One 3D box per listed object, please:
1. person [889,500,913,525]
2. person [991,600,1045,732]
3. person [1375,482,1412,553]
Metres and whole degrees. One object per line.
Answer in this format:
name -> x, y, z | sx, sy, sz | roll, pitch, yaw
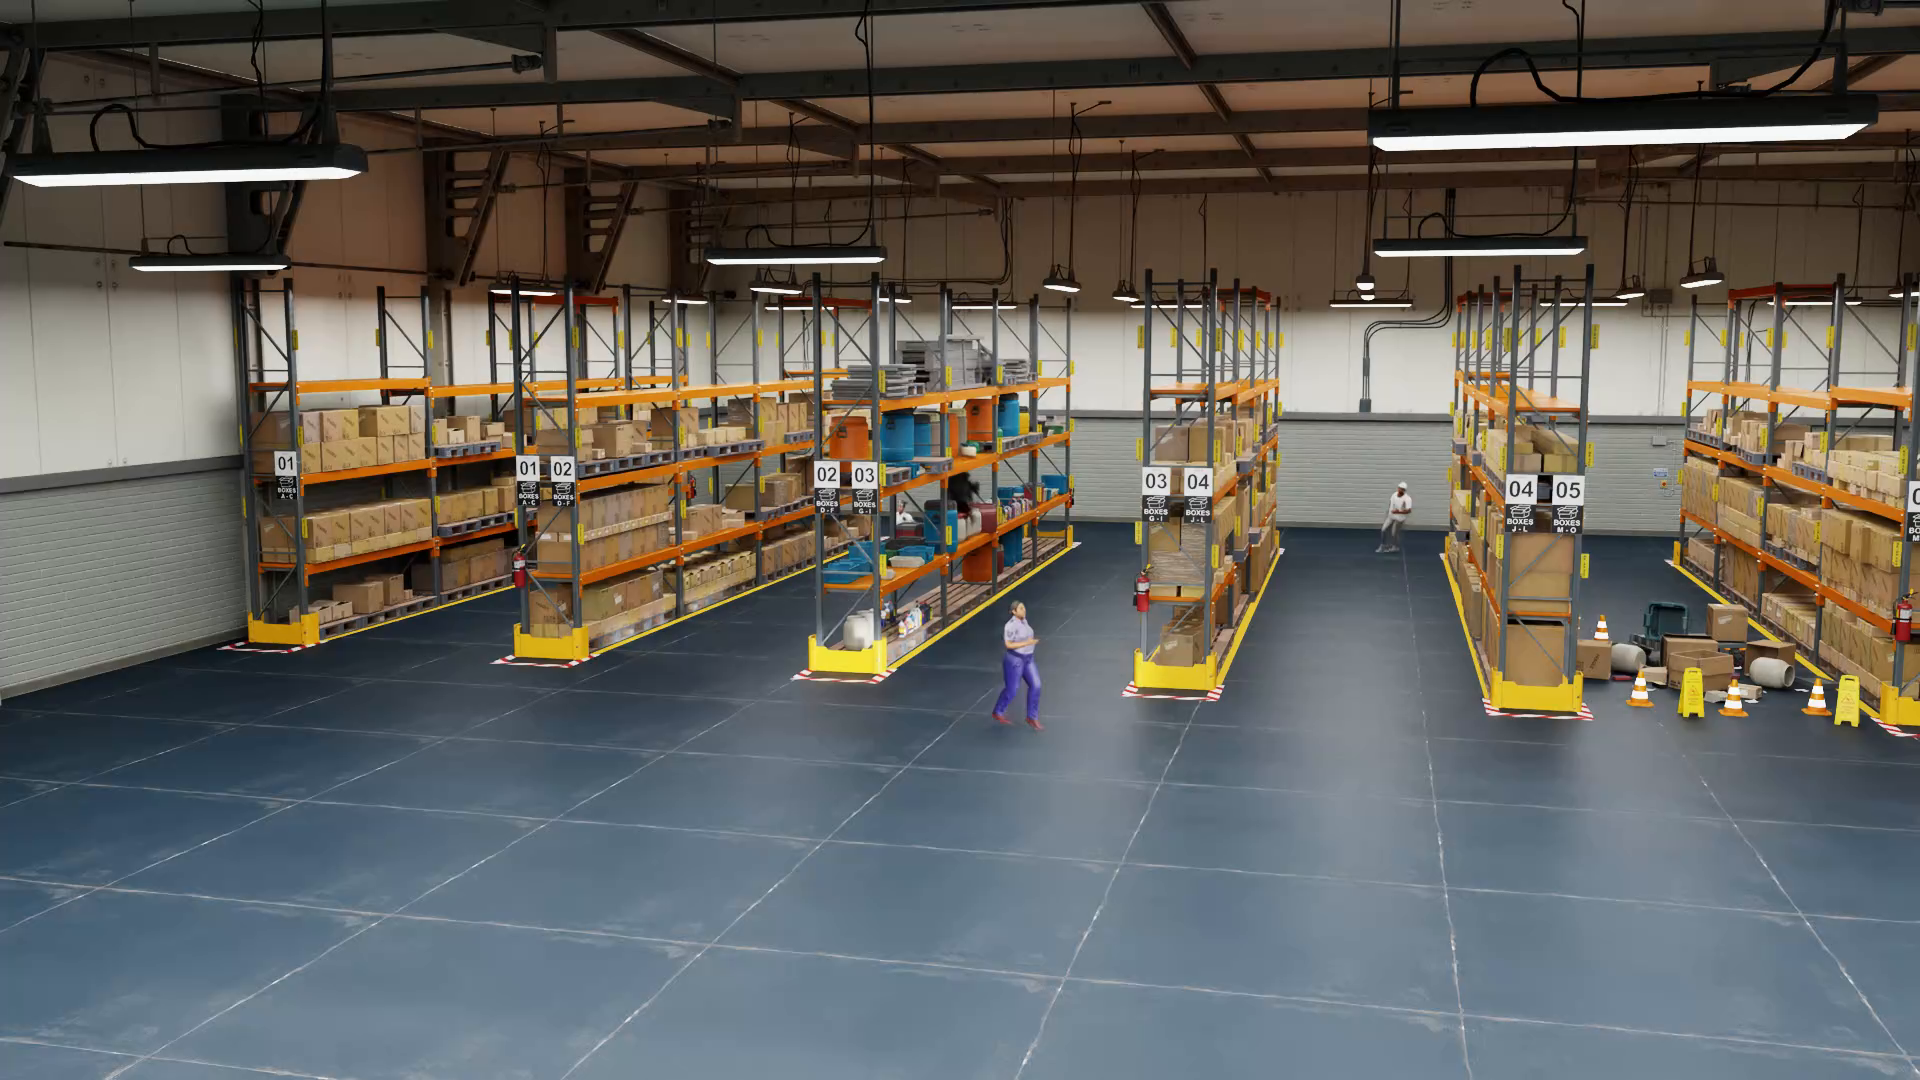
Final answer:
person -> -1.227, -0.015, 34.627 | 0.608, 1.665, 0.818 | 2, 7, 14
person -> 0.745, 1.620, 21.457 | 0.726, 1.702, 0.590 | 5, 9, 38
person -> 10.219, -0.513, 39.001 | 0.675, 1.717, 0.871 | -6, 9, -40
